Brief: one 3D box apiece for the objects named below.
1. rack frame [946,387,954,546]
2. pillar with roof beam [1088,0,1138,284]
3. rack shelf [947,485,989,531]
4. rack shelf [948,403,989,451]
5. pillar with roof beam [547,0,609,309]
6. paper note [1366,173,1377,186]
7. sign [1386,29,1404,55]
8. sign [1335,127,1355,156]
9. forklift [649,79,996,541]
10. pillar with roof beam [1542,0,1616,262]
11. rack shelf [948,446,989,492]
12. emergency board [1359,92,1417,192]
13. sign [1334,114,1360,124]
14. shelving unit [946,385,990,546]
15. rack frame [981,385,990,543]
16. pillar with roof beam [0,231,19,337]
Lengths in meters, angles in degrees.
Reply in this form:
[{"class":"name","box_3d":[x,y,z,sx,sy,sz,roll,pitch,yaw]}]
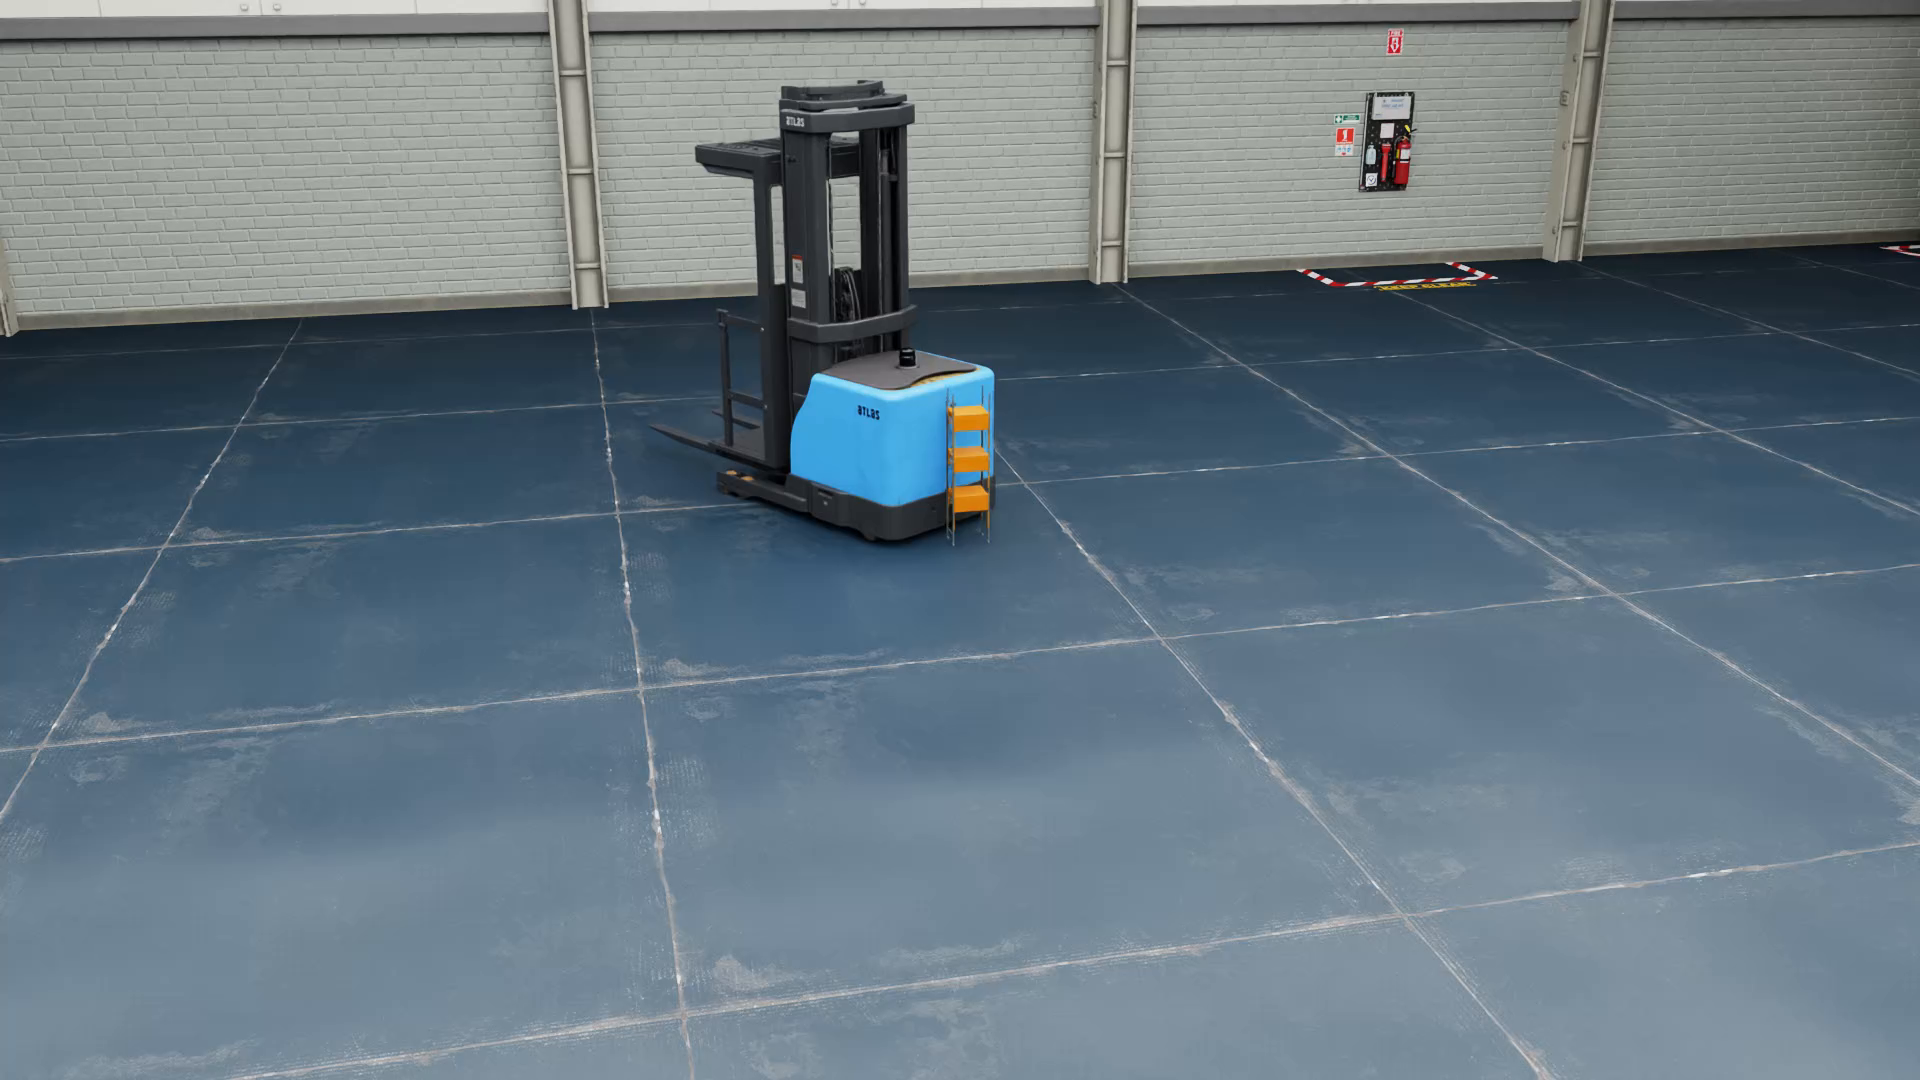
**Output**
[{"class":"rack frame","box_3d":[-0.066,-0.487,11.119,0.008,1.050,0.200,-5,21,-13]},{"class":"pillar with roof beam","box_3d":[2.741,-5.853,14.211,0.400,9.000,9.100,-5,21,-12]},{"class":"rack shelf","box_3d":[0.053,-0.226,11.244,0.240,0.259,0.215,-5,21,-13]},{"class":"rack shelf","box_3d":[0.052,-0.754,11.051,0.240,0.259,0.215,-5,21,-13]},{"class":"pillar with roof beam","box_3d":[-3.098,-5.378,12.914,0.400,9.000,9.100,-5,21,-12]},{"class":"paper note","box_3d":[4.988,-4.365,20.150,0.142,0.148,0.016,-5,21,-12]},{"class":"sign","box_3d":[5.145,-5.891,19.664,0.199,0.298,0.001,-5,21,-12]},{"class":"sign","box_3d":[4.614,-4.777,19.942,0.234,0.329,0.001,-5,21,-12]},{"class":"forklift","box_3d":[-1.149,-1.786,11.930,3.031,2.935,1.130,19,27,41]},{"class":"pillar with roof beam","box_3d":[8.580,-6.328,15.507,0.400,9.000,9.100,-5,21,-12]},{"class":"rack shelf","box_3d":[0.053,-0.487,11.149,0.240,0.259,0.215,-5,21,-13]},{"class":"emergency board","box_3d":[5.176,-4.769,19.974,0.643,1.169,0.194,-5,21,-12]},{"class":"sign","box_3d":[4.621,-5.023,19.844,0.331,0.109,0.001,-5,21,-12]},{"class":"shelving unit","box_3d":[0.053,-0.497,11.145,0.252,1.050,0.215,-5,21,-13]},{"class":"rack frame","box_3d":[0.171,-0.507,11.172,0.008,1.050,0.200,-5,21,-13]},{"class":"pillar with roof beam","box_3d":[-8.937,-4.903,11.618,0.400,9.000,9.100,-5,21,-12]}]
